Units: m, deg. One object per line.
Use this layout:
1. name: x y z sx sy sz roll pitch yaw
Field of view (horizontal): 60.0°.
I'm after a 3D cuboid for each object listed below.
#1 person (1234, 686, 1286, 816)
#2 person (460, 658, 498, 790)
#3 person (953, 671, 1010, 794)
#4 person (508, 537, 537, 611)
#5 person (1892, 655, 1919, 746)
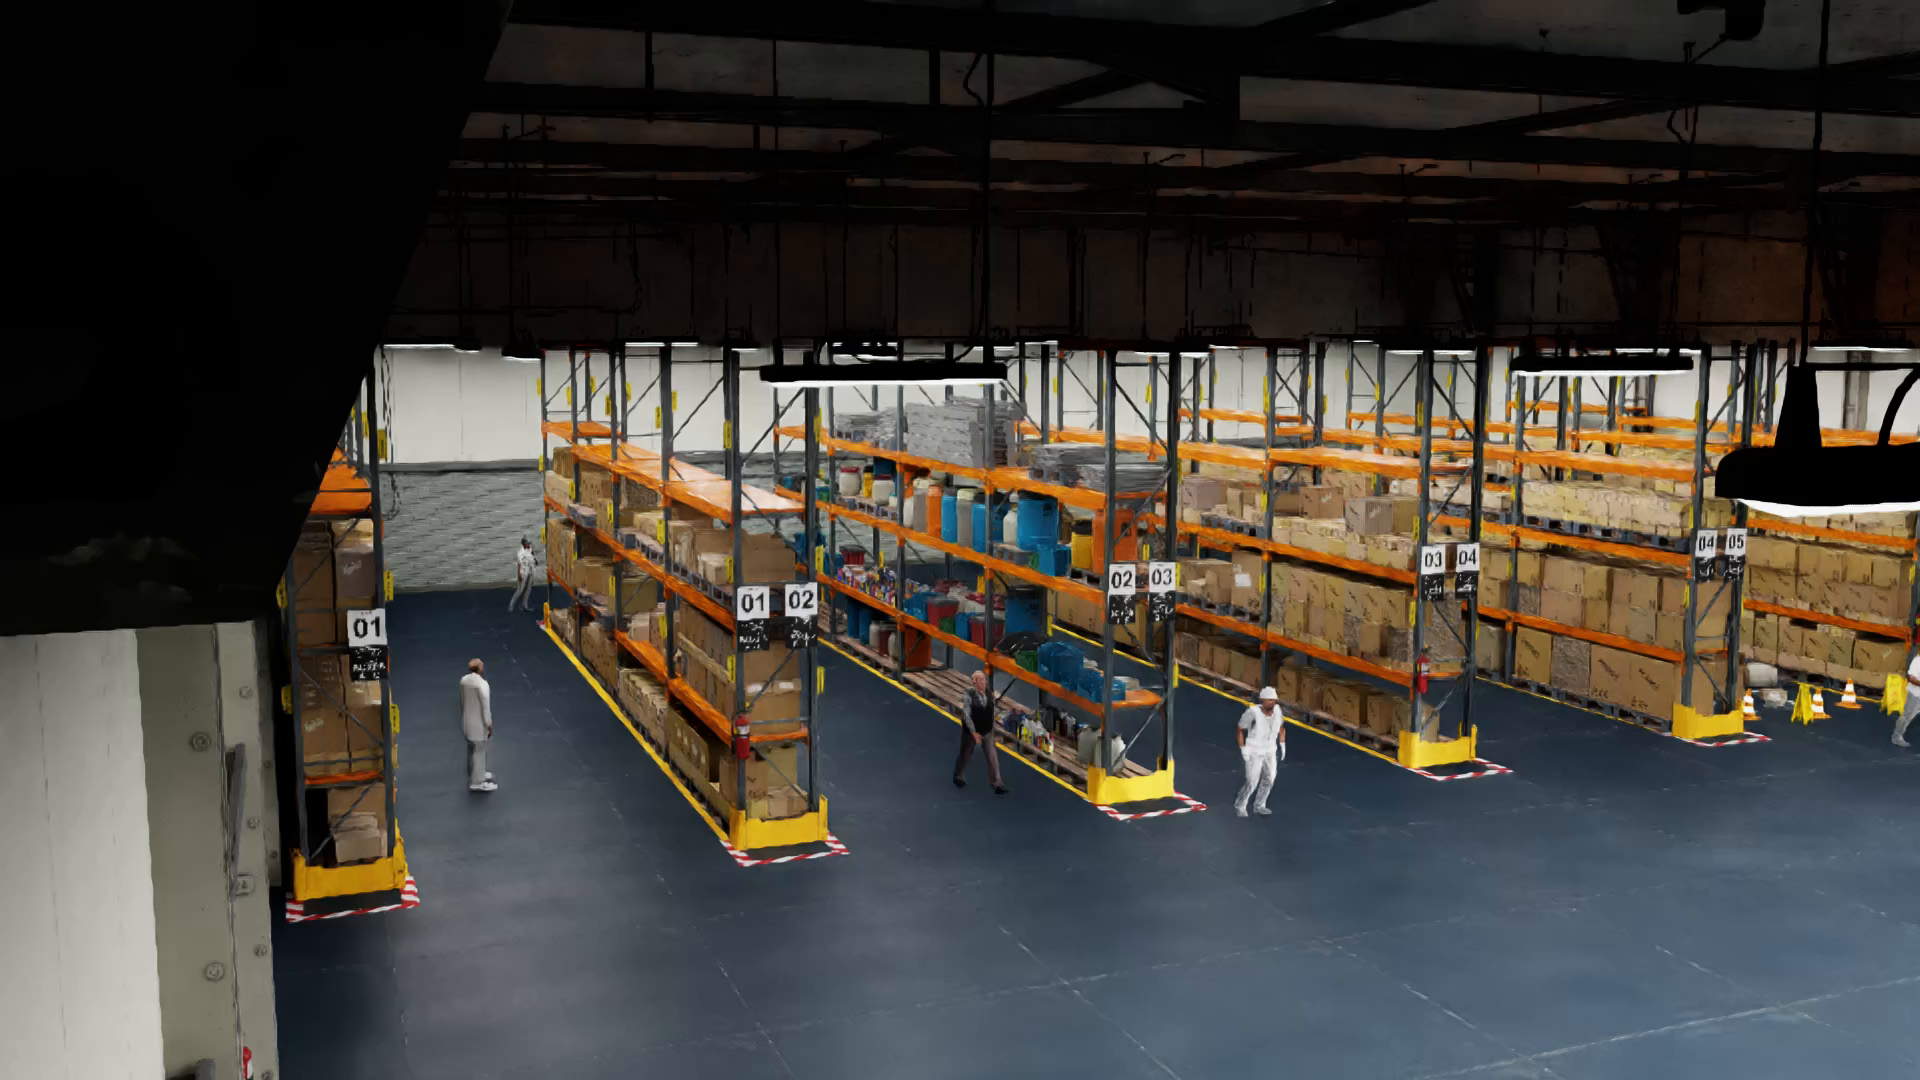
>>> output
1. person: 3.868 2.713 21.351 0.702 1.734 0.549 -3 8 -23
2. person: -6.558 2.482 22.731 0.654 1.787 0.522 7 10 42
3. person: 0.247 2.584 22.476 0.538 1.664 1.029 -4 9 -30
4. person: -9.653 0.755 36.576 0.500 1.658 0.625 4 8 27
5. person: 14.352 2.276 24.747 0.734 1.697 0.856 -2 8 -16
